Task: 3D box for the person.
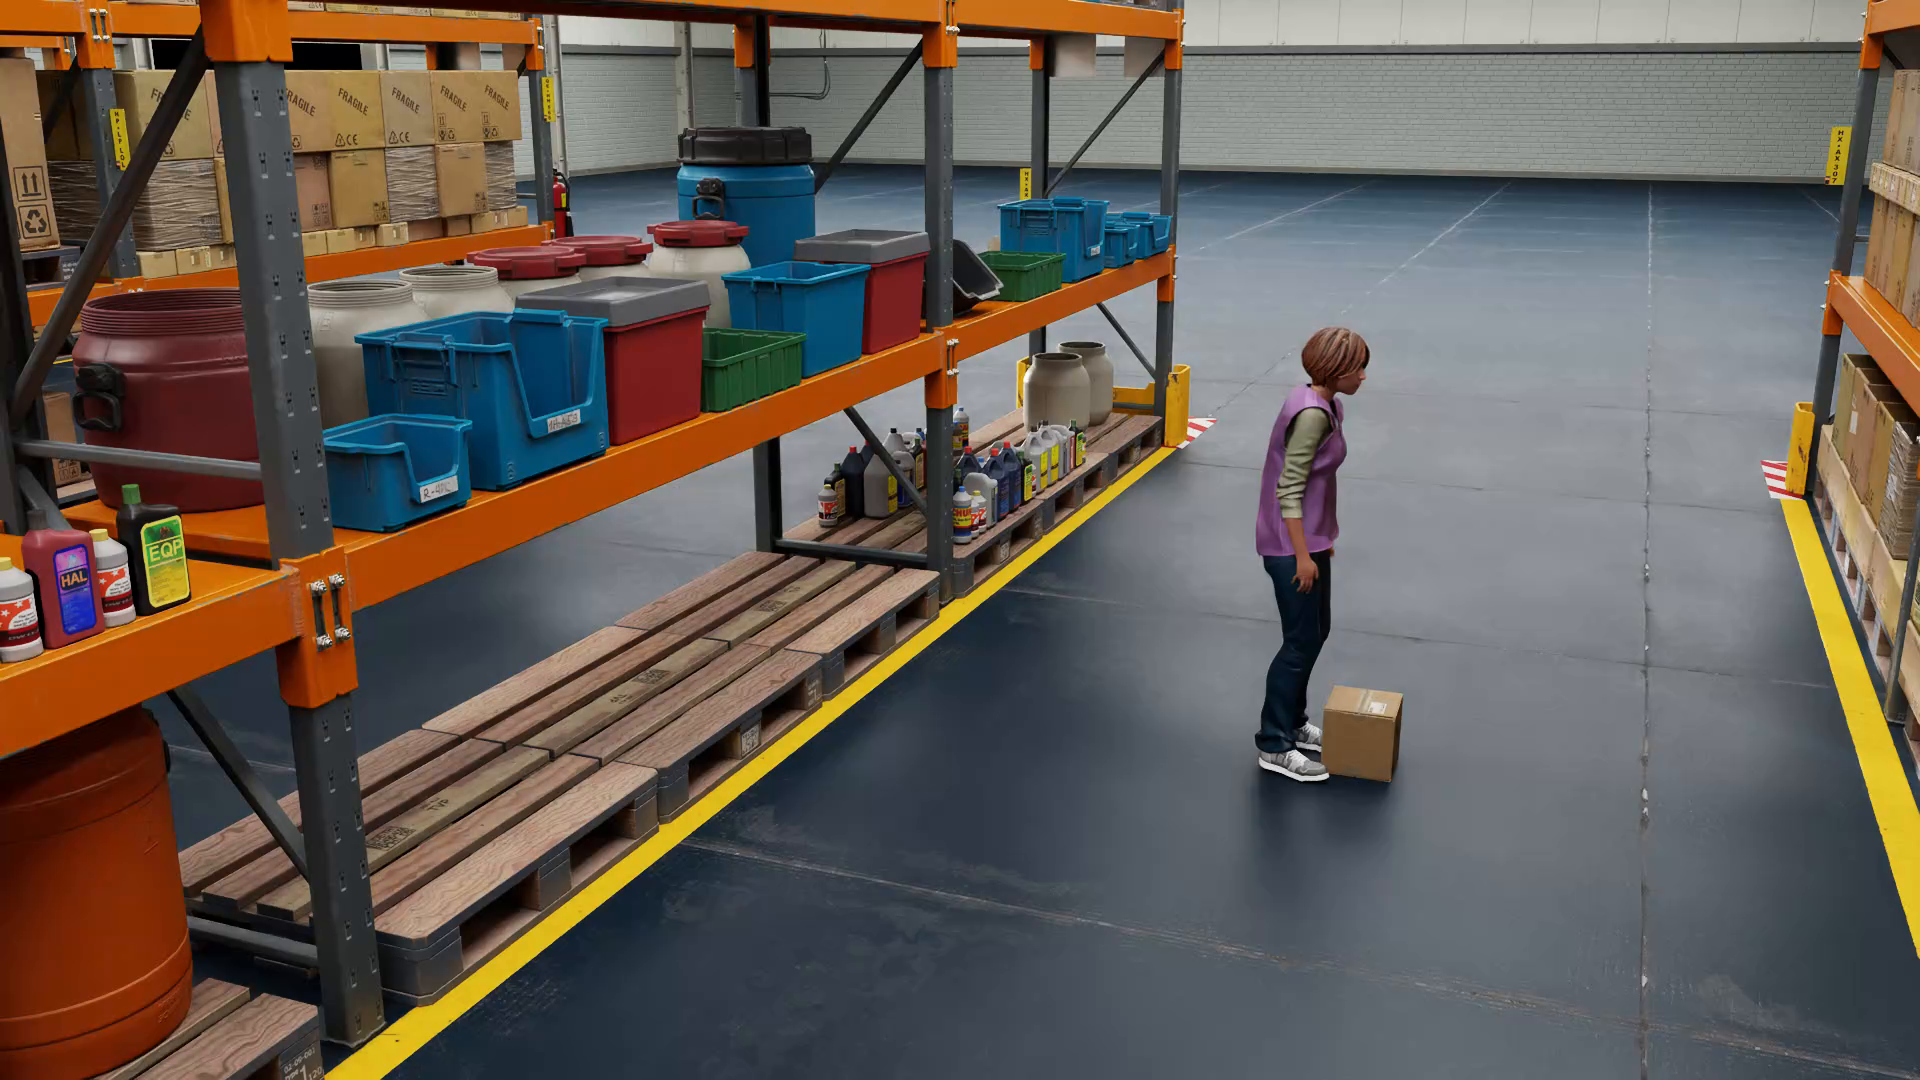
[{"bbox_3d":[1.232,0.033,5.928,0.347,1.593,0.464,6,17,21],"label":"person"}]
